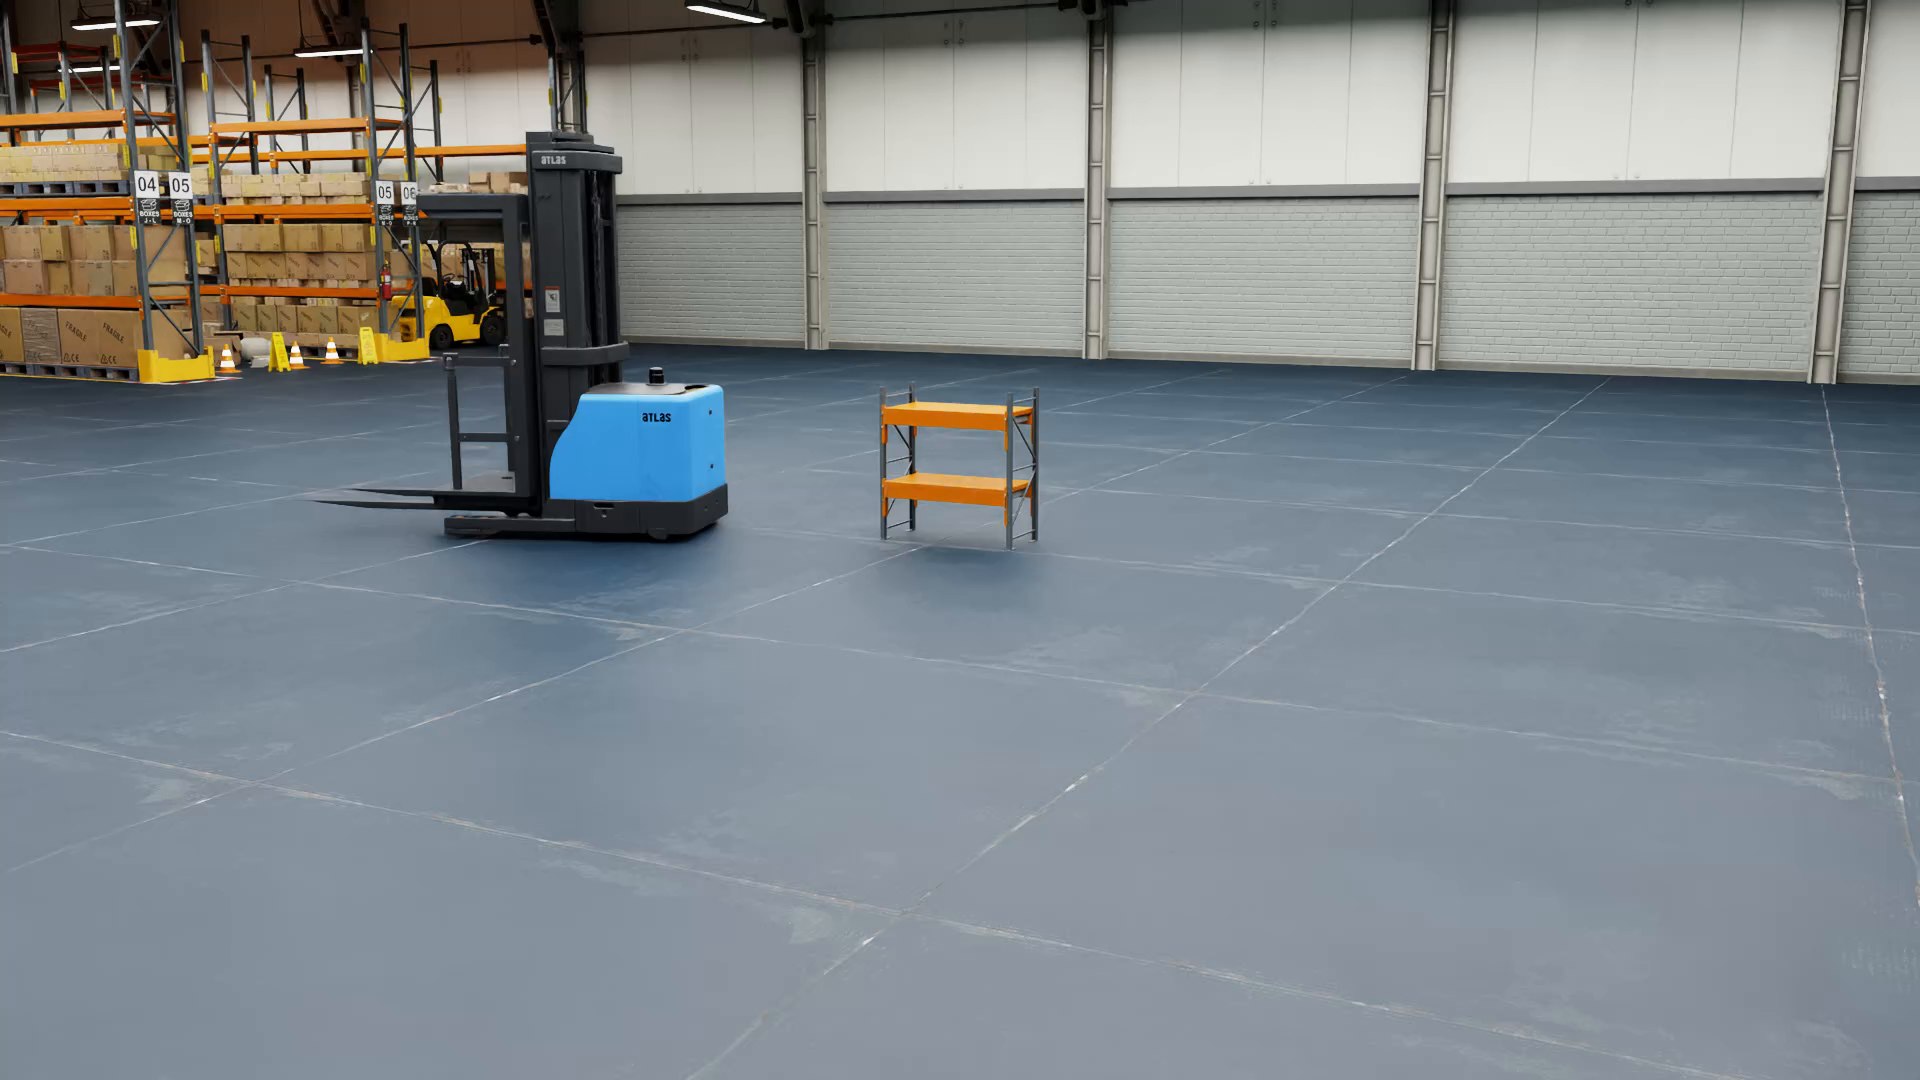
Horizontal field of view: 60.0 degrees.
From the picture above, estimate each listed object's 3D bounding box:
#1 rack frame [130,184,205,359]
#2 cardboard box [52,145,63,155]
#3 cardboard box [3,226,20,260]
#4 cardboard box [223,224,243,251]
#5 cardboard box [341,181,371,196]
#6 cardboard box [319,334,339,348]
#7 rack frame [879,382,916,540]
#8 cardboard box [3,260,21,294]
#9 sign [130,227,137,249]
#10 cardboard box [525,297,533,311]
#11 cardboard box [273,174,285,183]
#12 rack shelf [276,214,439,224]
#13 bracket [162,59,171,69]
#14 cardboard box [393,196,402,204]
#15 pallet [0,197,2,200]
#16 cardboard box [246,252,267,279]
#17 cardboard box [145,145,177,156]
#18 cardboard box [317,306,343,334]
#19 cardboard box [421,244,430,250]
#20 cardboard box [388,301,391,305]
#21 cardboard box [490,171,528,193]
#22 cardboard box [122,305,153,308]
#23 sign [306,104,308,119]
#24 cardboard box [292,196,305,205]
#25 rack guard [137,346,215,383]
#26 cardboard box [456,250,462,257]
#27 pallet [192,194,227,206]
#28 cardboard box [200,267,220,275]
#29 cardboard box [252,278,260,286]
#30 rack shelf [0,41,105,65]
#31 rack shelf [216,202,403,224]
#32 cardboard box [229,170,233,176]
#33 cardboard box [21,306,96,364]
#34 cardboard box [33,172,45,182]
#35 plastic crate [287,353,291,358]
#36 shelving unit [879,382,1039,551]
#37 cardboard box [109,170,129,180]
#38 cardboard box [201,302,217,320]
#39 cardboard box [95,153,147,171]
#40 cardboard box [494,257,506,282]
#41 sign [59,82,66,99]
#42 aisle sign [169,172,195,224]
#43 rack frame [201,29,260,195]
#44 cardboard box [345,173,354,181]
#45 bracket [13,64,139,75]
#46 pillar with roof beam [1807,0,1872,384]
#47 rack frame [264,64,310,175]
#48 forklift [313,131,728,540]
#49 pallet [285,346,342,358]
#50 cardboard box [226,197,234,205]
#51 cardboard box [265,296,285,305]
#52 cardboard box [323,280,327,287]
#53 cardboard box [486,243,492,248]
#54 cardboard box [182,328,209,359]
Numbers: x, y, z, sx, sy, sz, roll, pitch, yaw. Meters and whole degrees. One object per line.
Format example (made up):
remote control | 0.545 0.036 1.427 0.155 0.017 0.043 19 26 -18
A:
rack frame | -12.322 -3.999 25.905 0.127 3.000 1.000 5 11 26
cardboard box | -13.914 -6.072 25.944 0.250 0.149 0.380 5 11 25
cardboard box | -15.049 -4.860 27.209 0.550 0.550 0.875 5 11 26
cardboard box | -13.511 -5.731 31.551 0.500 0.500 0.700 5 11 25
cardboard box | -10.800 -6.344 30.021 0.500 0.250 0.500 5 11 25
cardboard box | -11.527 -3.714 30.871 0.500 0.250 0.500 5 11 26
rack frame | -0.462 -0.594 12.354 0.032 1.125 0.500 5 11 26
cardboard box | -15.069 -4.321 27.263 0.550 0.550 0.875 5 11 26
sign | -12.574 -4.600 25.308 0.005 0.325 0.100 5 11 26
cardboard box | -9.041 -4.962 34.959 0.500 0.250 0.500 5 12 27
cardboard box | -12.479 -6.687 30.799 0.250 0.149 0.380 5 11 25
rack shelf | -13.410 -7.186 37.108 4.000 0.370 1.077 5 11 26
bracket | -18.801 -11.369 39.673 0.430 0.232 0.235 5 11 26
cardboard box | -10.376 -6.228 30.503 0.250 0.149 0.380 5 11 26
pallet | -16.753 -5.761 27.752 1.217 0.209 0.805 5 11 24
cardboard box | -13.078 -5.193 31.387 0.500 0.500 0.500 5 11 26
cardboard box | -12.480 -6.077 25.969 0.250 0.149 0.380 5 11 26
cardboard box | -11.525 -4.082 30.800 0.500 0.500 0.500 6 12 28
cardboard box | -11.462 -6.348 35.946 0.250 0.149 0.380 5 12 27
cardboard box | -12.089 -4.983 36.831 0.625 0.625 0.875 6 12 28
cardboard box | -9.408 -7.464 34.888 0.500 0.500 0.700 5 11 26
cardboard box | -20.191 -5.610 40.642 0.500 0.500 0.700 5 11 24
sign | -14.961 -9.800 38.041 0.005 0.325 0.100 5 11 26
cardboard box | -12.063 -6.248 30.610 0.250 0.149 0.380 5 11 25
rack guard | -12.300 -2.767 26.117 0.348 0.500 1.175 5 11 26
cardboard box | -10.545 -6.119 35.514 0.250 0.149 0.380 5 11 25
pallet | -14.316 -6.562 32.171 1.003 0.211 1.213 5 11 26
cardboard box | -14.393 -5.192 32.024 0.250 0.149 0.380 5 11 27
cardboard box | -13.167 -4.886 31.507 0.250 0.149 0.380 5 11 26
rack shelf | -19.190 -9.819 33.905 4.000 0.370 1.077 5 11 26
rack shelf | -12.016 -6.077 30.984 4.000 0.370 1.077 5 11 26
cardboard box | -14.607 -7.116 32.539 0.500 0.250 0.500 5 11 25
cardboard box | -14.566 -3.344 27.073 0.875 0.875 0.875 5 11 26
cardboard box | -14.369 -5.720 26.234 0.250 0.149 0.380 5 11 27
plastic crate | -12.764 -3.422 30.911 0.583 0.080 0.402 1 10 6
shelving unit | -0.006 -0.554 12.133 1.048 1.125 0.538 5 11 26
cardboard box | -12.770 -5.580 25.459 0.250 0.149 0.380 5 11 26
cardboard box | -17.529 -5.359 39.255 0.500 0.500 0.500 5 11 24
cardboard box | -12.884 -5.798 25.545 0.500 0.250 0.500 5 11 27
cardboard box | -9.508 -5.720 35.129 0.500 0.500 0.500 5 11 25
sign | -17.639 -8.829 32.677 0.005 0.325 0.100 5 11 26
aisle sign | -12.125 -5.321 25.907 0.004 0.787 0.394 5 11 26
rack frame | -13.809 -8.065 31.524 0.127 3.000 1.000 5 11 26
cardboard box | -10.870 -6.548 30.034 0.250 0.149 0.380 5 12 27
bracket | -21.856 -11.638 41.156 4.783 0.066 0.076 5 11 26
pillar with roof beam | 11.363 -6.163 21.014 0.400 9.000 9.100 5 11 26
rack frame | -15.203 -9.173 37.647 0.127 3.000 1.000 5 11 26
forklift | -3.369 -1.540 12.511 3.031 2.935 1.130 1 10 8
pallet | -12.093 -3.598 31.515 1.213 0.211 1.003 5 11 26
cardboard box | -13.636 -6.401 31.458 0.250 0.149 0.380 5 11 25
cardboard box | -12.852 -4.506 31.317 0.250 0.149 0.380 6 12 28
cardboard box | -11.561 -4.753 30.777 0.250 0.149 0.380 5 11 27
cardboard box | -9.822 -6.220 35.238 0.250 0.149 0.380 5 11 27
cardboard box | -13.760 -3.443 29.457 0.503 0.637 0.797 5 11 26
